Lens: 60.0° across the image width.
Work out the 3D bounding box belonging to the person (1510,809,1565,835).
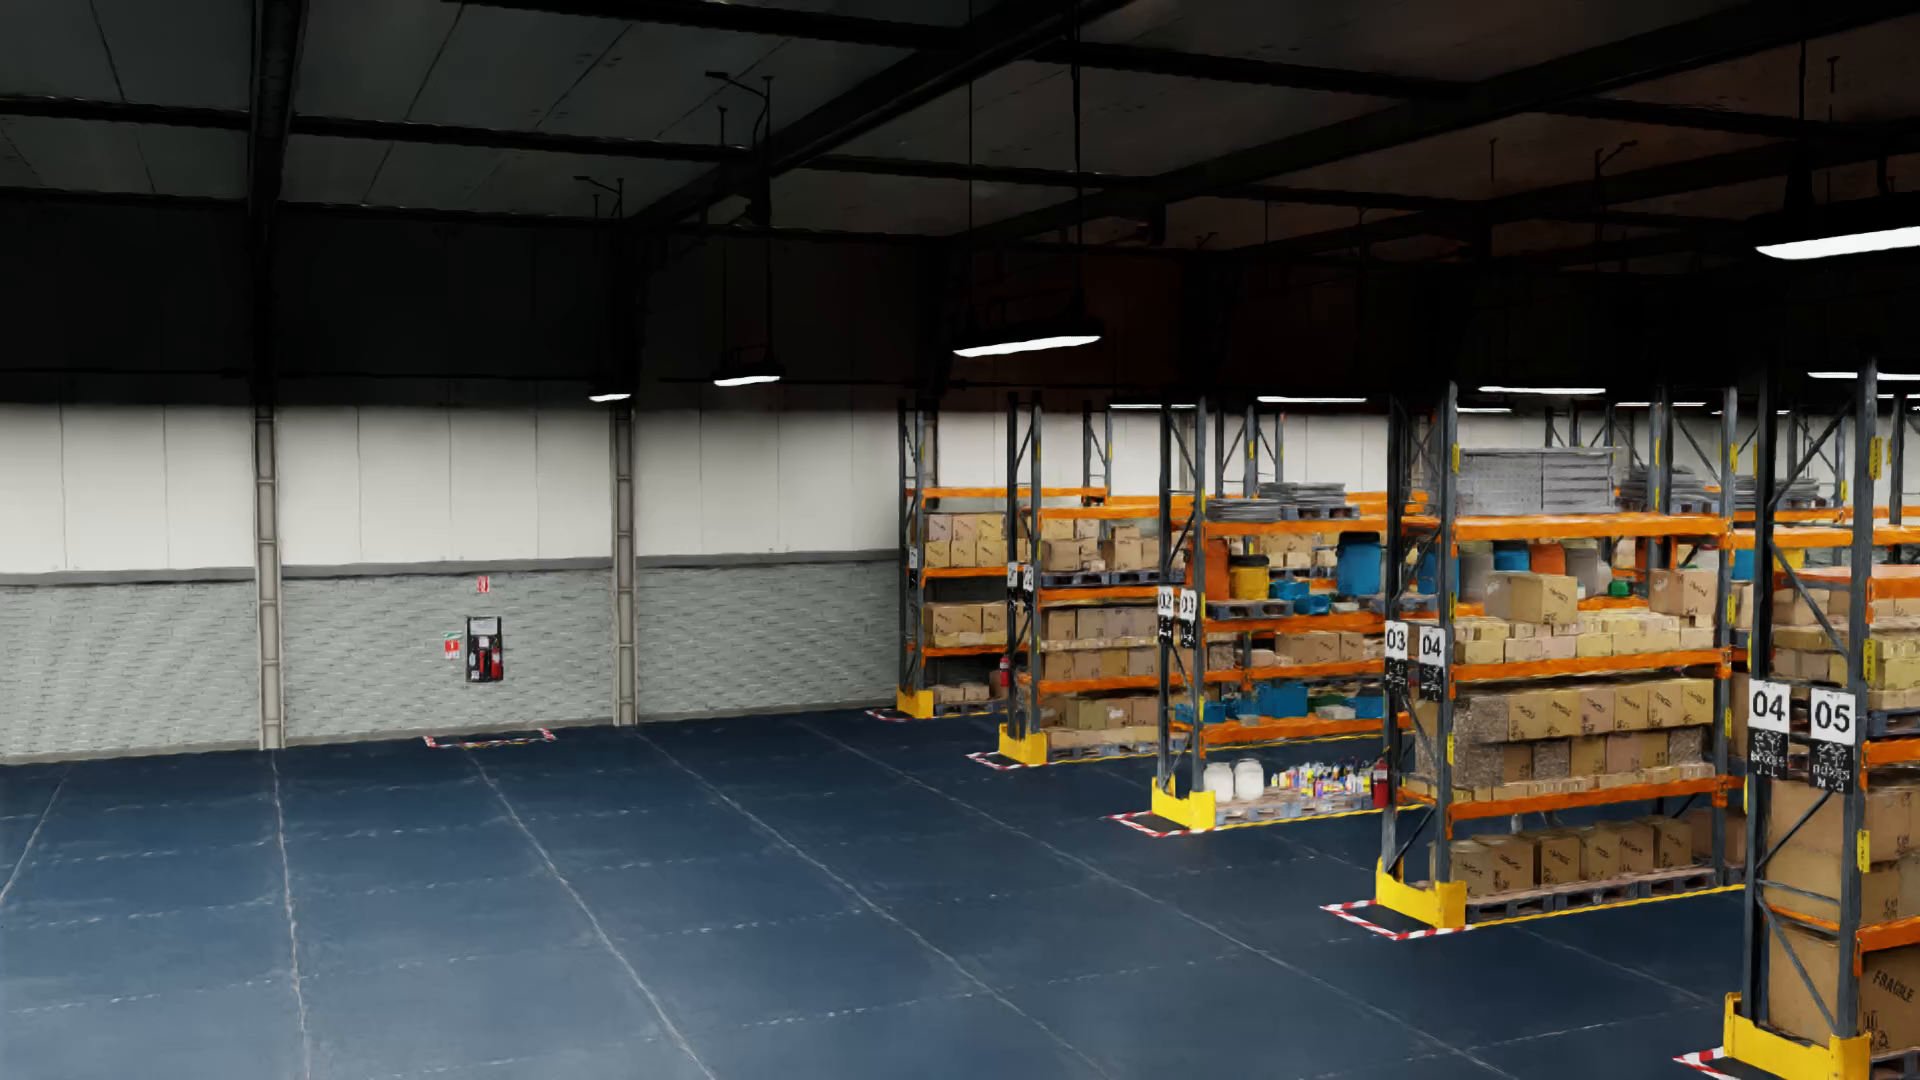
[{"bbox_3d":[7.215,3.091,20.738,0.964,1.741,0.549,-1,3,-16],"label":"person"}]

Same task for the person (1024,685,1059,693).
[{"bbox_3d":[1.534,2.613,29.837,0.827,1.588,0.613,-3,4,-41],"label":"person"}]
